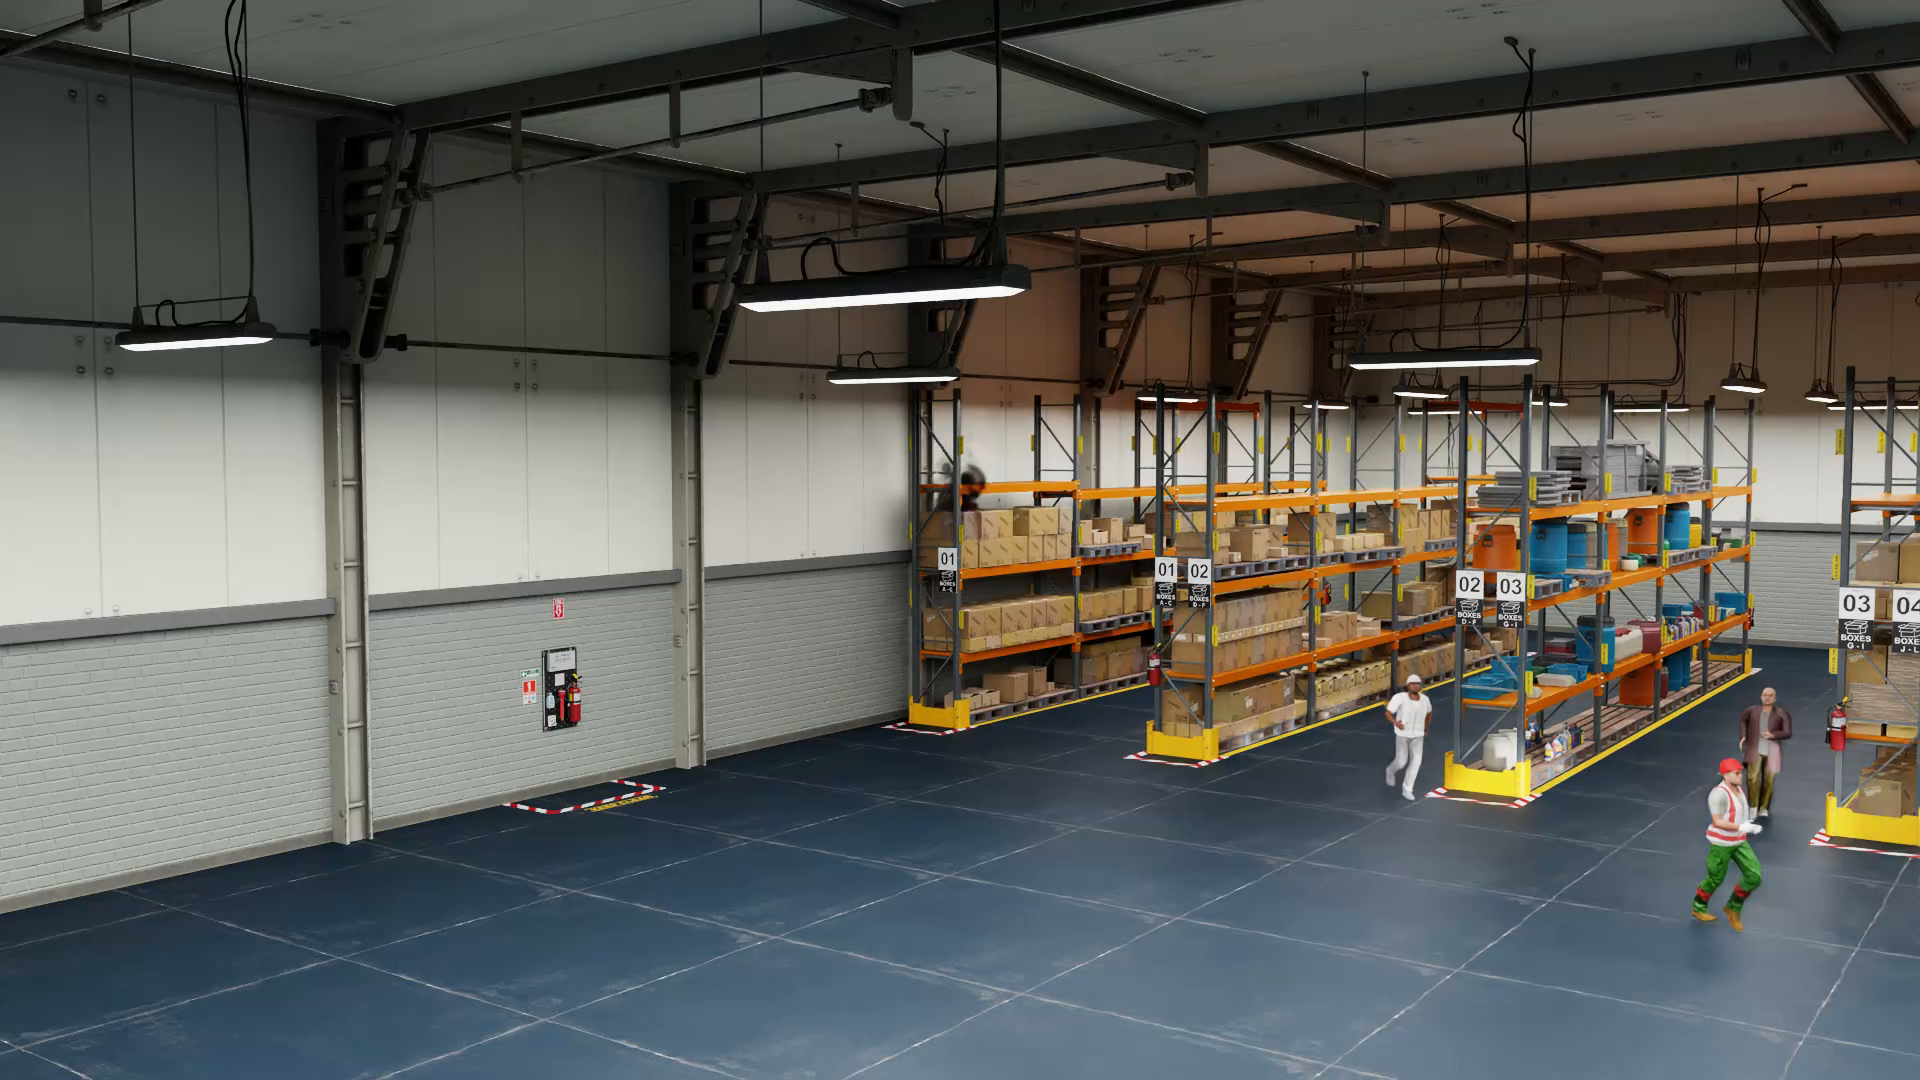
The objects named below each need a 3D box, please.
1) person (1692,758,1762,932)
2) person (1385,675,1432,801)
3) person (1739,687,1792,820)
[{"bbox_3d":[7.936,3.134,17.116,0.643,1.797,0.804,-2,4,-28],"label":"person"},{"bbox_3d":[6.426,2.787,23.765,0.713,1.750,0.796,0,3,-3],"label":"person"},{"bbox_3d":[10.718,2.864,22.179,0.667,1.787,0.677,2,4,30],"label":"person"}]
